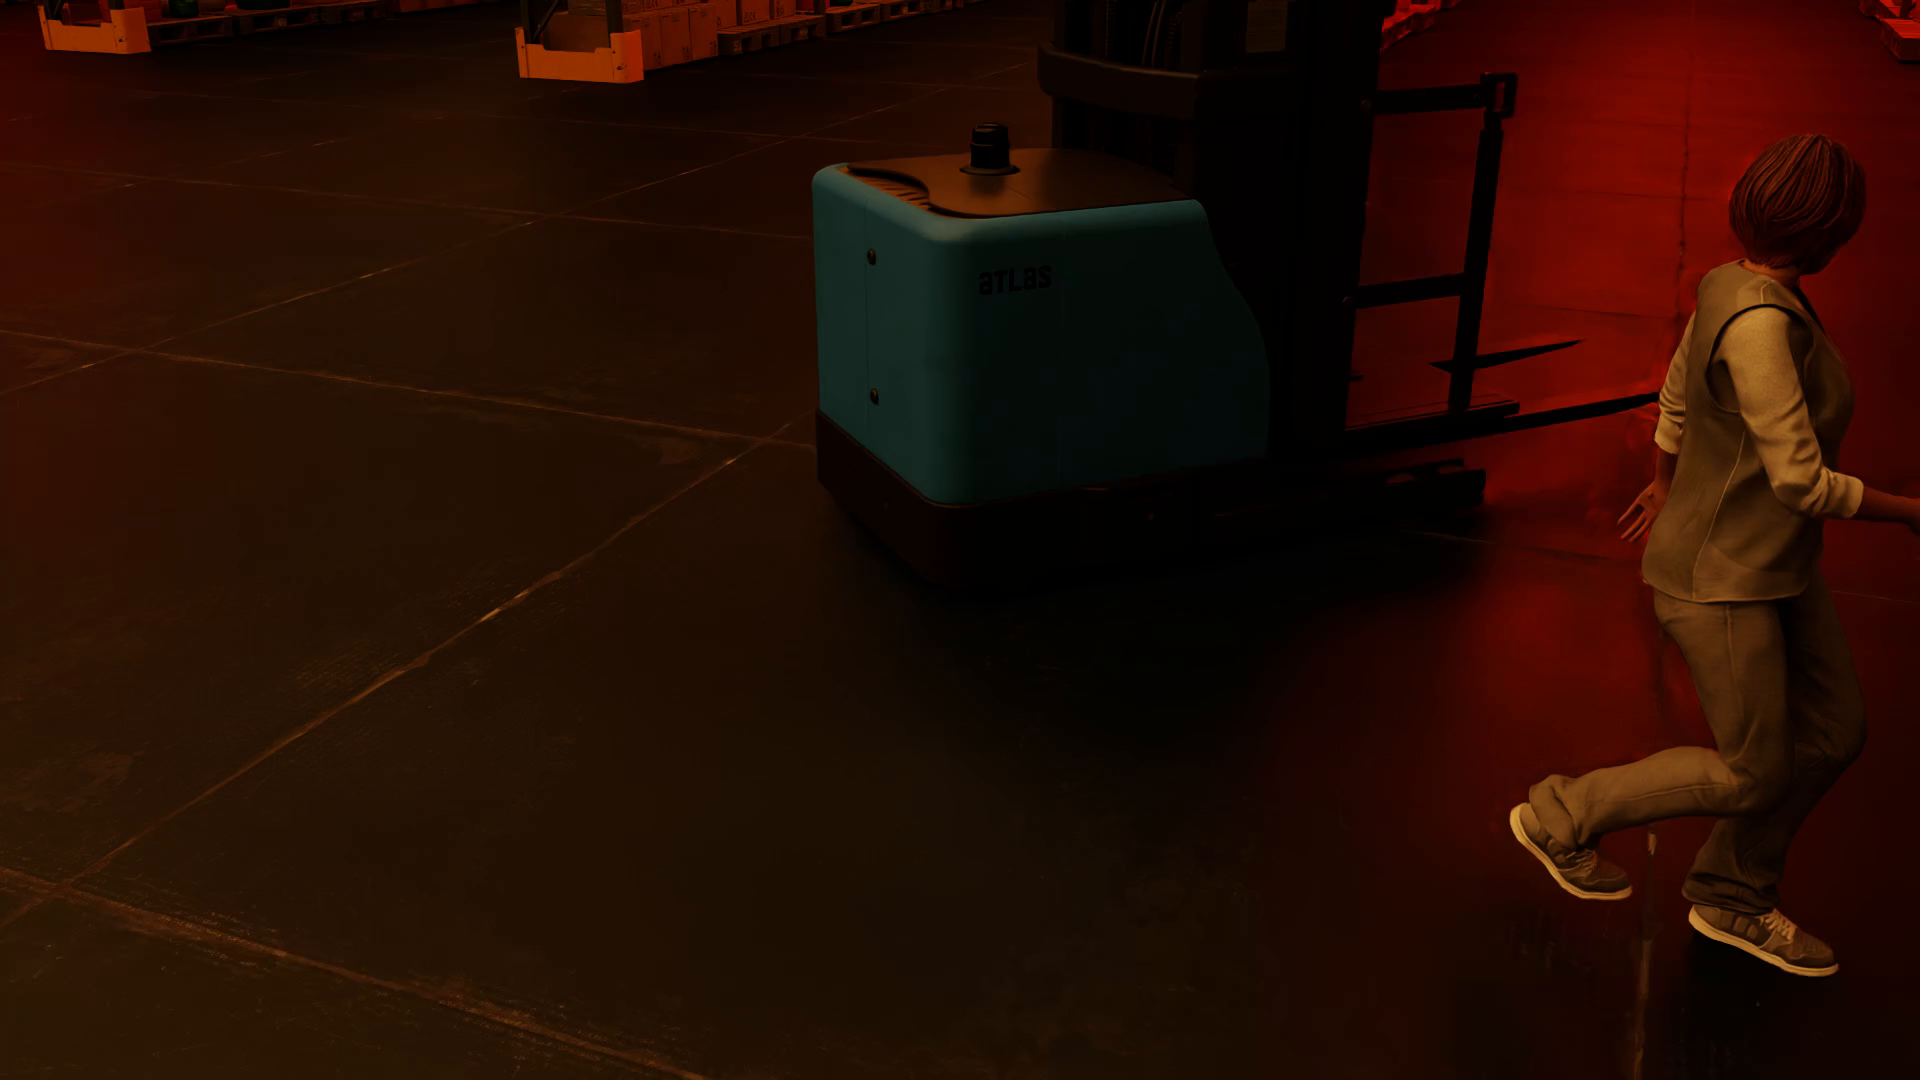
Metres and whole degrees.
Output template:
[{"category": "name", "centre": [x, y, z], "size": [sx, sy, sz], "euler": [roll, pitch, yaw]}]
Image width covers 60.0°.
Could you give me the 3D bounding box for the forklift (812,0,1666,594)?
[{"category": "forklift", "centre": [1.100, -1.567, 5.042], "size": [3.031, 2.935, 1.130], "euler": [-10, 25, -23]}]

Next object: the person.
[{"category": "person", "centre": [1.420, 0.047, 3.008], "size": [0.615, 1.539, 0.529], "euler": [17, 28, 35]}]
